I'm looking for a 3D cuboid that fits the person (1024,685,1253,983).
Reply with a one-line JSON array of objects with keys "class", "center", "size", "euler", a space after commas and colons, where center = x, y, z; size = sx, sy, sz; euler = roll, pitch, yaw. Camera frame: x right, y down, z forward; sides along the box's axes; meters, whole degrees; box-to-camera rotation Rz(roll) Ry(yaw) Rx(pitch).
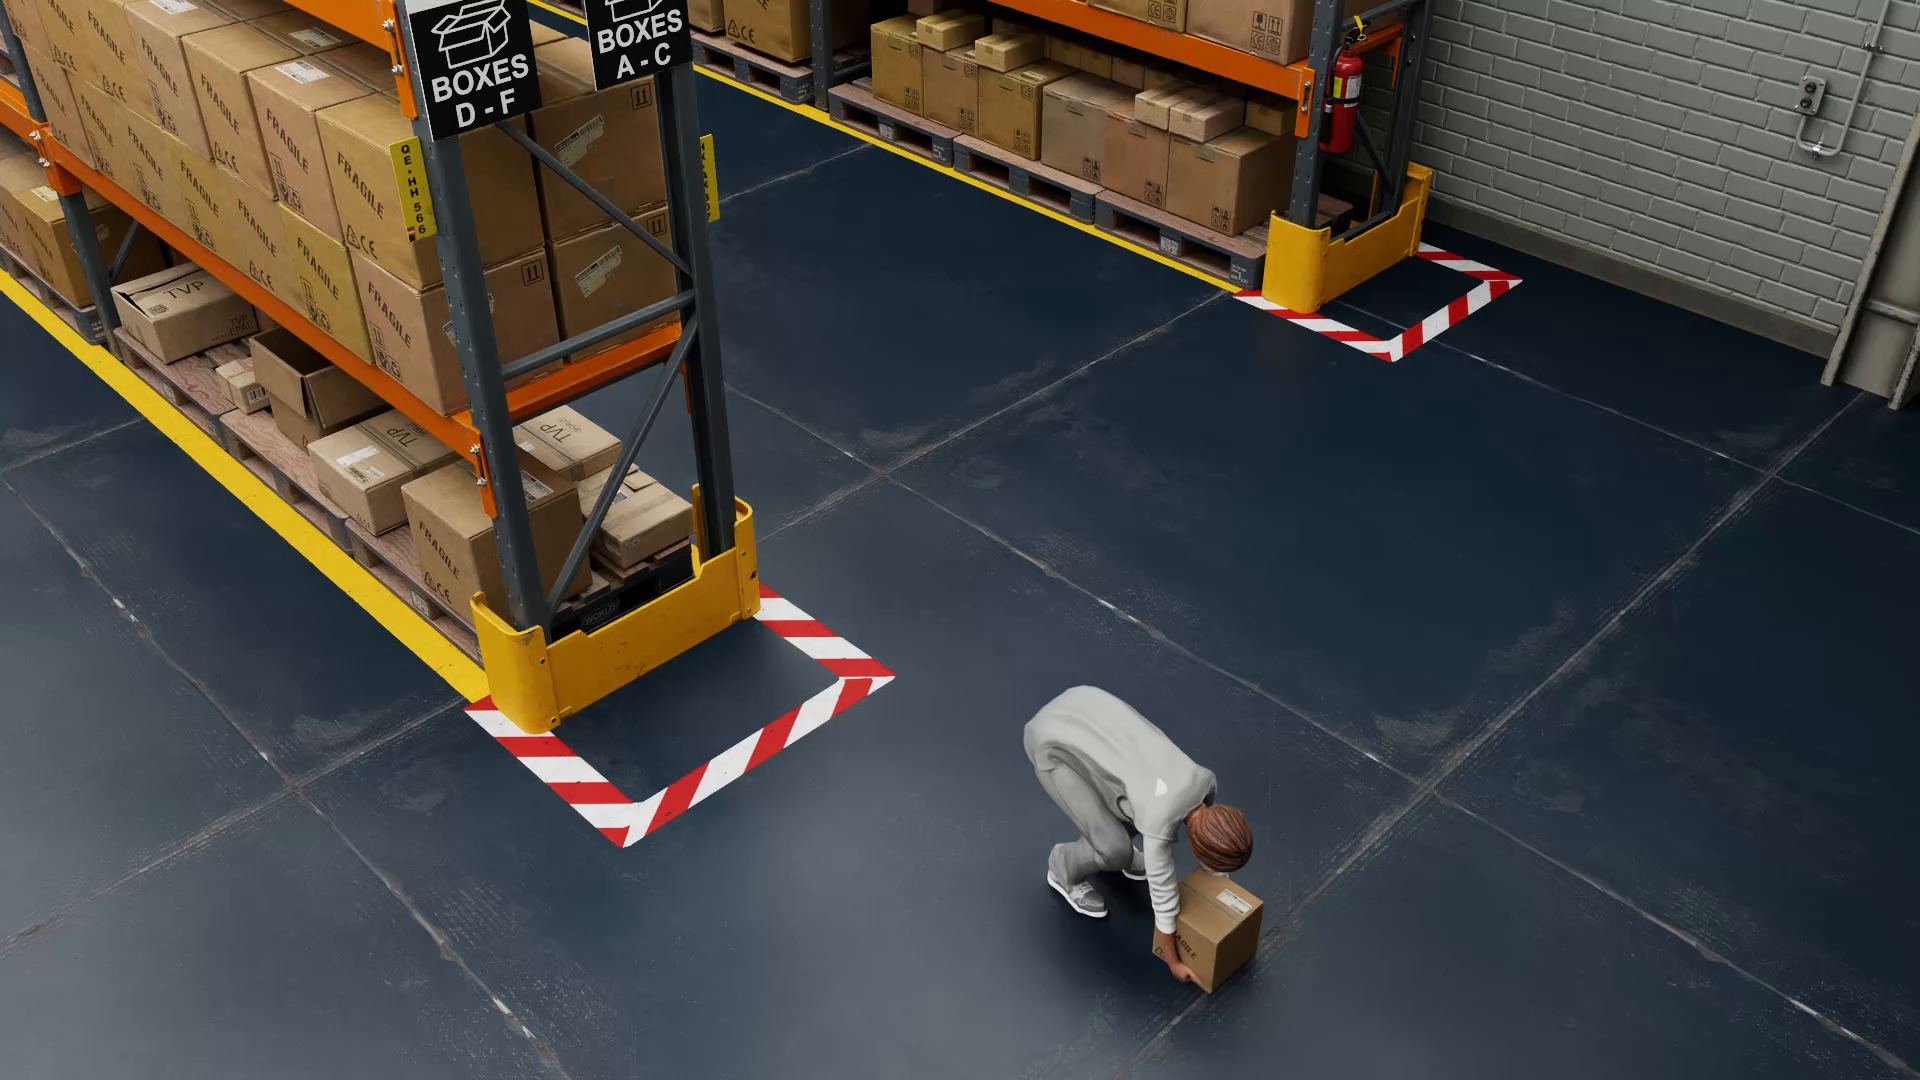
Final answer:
[{"class": "person", "center": [0.595, 0.940, 5.554], "size": [0.864, 0.807, 0.433], "euler": [28, 45, 33]}]
